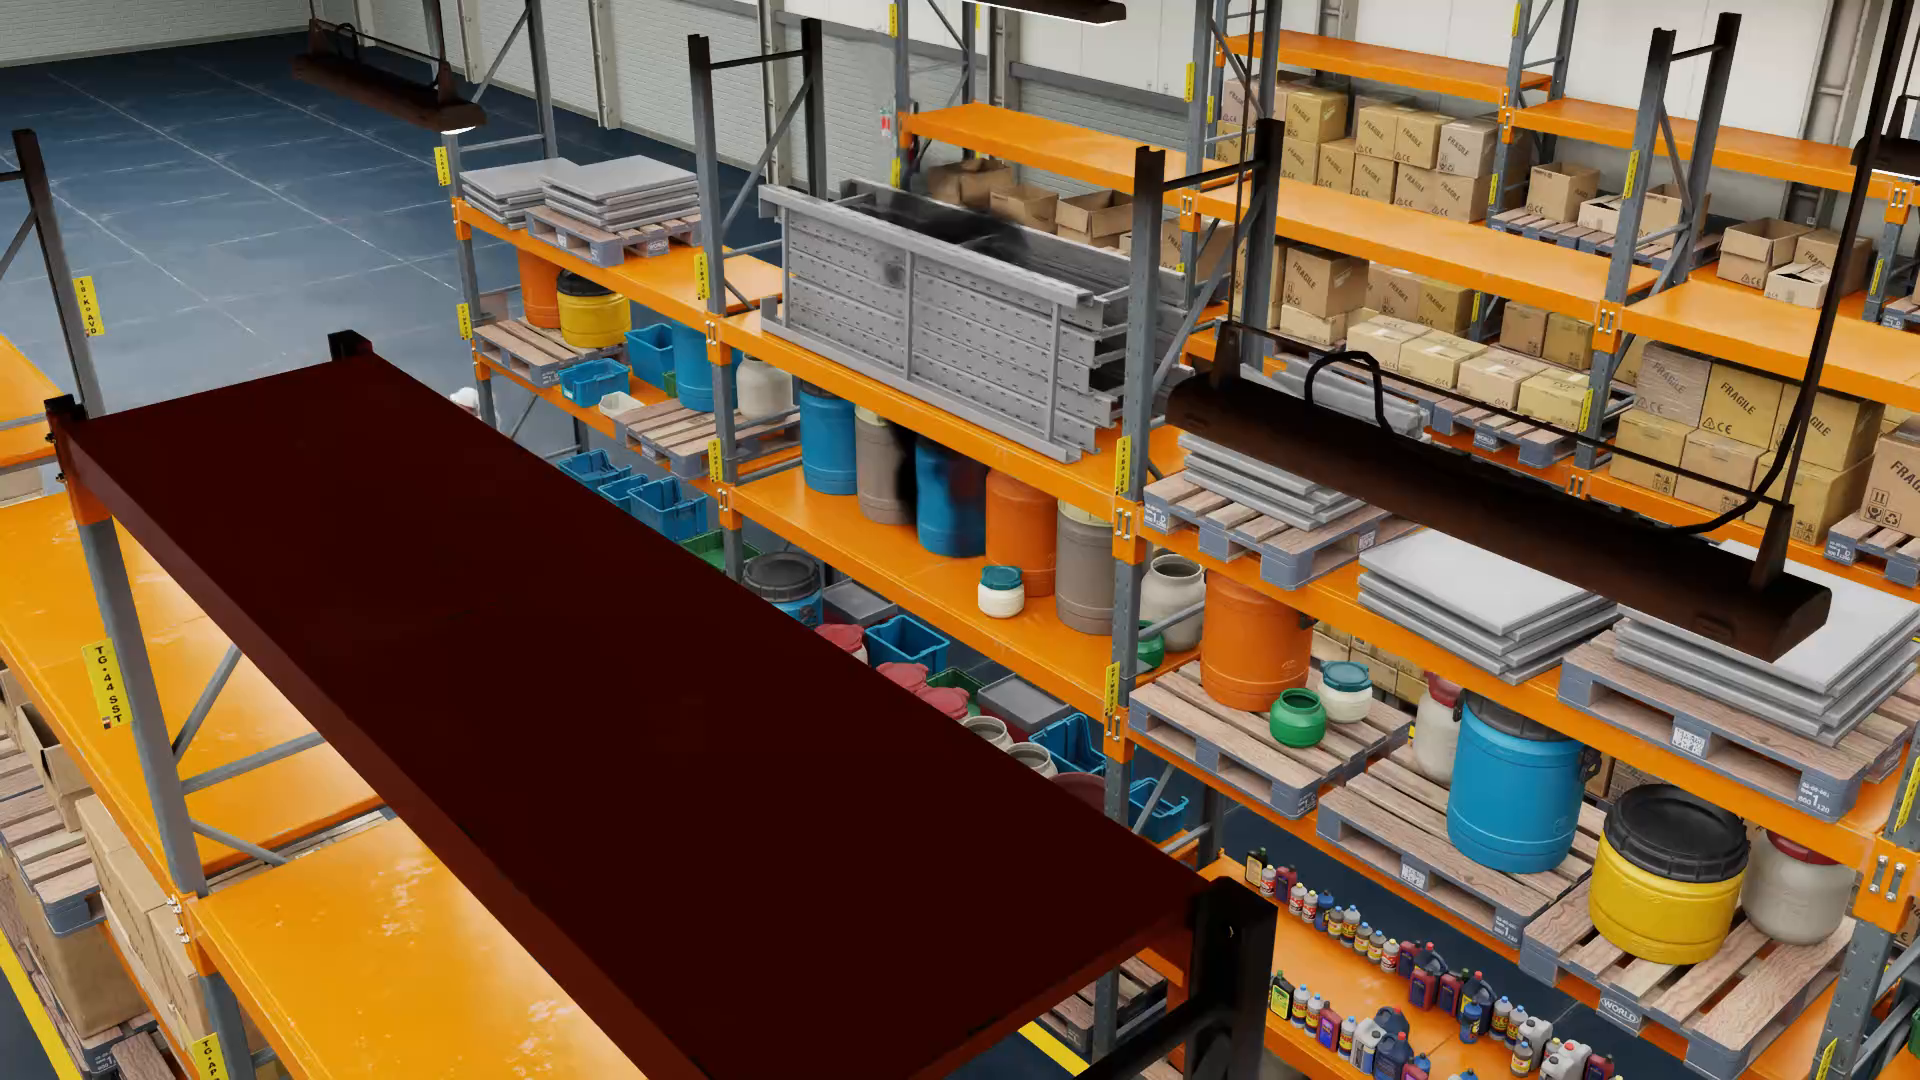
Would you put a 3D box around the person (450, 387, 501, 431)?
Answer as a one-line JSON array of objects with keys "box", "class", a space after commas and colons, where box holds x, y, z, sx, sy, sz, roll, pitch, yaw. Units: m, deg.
[{"box": [-4.973, -0.754, 17.145, 0.678, 1.793, 0.651, -6, 28, -11], "class": "person"}]
